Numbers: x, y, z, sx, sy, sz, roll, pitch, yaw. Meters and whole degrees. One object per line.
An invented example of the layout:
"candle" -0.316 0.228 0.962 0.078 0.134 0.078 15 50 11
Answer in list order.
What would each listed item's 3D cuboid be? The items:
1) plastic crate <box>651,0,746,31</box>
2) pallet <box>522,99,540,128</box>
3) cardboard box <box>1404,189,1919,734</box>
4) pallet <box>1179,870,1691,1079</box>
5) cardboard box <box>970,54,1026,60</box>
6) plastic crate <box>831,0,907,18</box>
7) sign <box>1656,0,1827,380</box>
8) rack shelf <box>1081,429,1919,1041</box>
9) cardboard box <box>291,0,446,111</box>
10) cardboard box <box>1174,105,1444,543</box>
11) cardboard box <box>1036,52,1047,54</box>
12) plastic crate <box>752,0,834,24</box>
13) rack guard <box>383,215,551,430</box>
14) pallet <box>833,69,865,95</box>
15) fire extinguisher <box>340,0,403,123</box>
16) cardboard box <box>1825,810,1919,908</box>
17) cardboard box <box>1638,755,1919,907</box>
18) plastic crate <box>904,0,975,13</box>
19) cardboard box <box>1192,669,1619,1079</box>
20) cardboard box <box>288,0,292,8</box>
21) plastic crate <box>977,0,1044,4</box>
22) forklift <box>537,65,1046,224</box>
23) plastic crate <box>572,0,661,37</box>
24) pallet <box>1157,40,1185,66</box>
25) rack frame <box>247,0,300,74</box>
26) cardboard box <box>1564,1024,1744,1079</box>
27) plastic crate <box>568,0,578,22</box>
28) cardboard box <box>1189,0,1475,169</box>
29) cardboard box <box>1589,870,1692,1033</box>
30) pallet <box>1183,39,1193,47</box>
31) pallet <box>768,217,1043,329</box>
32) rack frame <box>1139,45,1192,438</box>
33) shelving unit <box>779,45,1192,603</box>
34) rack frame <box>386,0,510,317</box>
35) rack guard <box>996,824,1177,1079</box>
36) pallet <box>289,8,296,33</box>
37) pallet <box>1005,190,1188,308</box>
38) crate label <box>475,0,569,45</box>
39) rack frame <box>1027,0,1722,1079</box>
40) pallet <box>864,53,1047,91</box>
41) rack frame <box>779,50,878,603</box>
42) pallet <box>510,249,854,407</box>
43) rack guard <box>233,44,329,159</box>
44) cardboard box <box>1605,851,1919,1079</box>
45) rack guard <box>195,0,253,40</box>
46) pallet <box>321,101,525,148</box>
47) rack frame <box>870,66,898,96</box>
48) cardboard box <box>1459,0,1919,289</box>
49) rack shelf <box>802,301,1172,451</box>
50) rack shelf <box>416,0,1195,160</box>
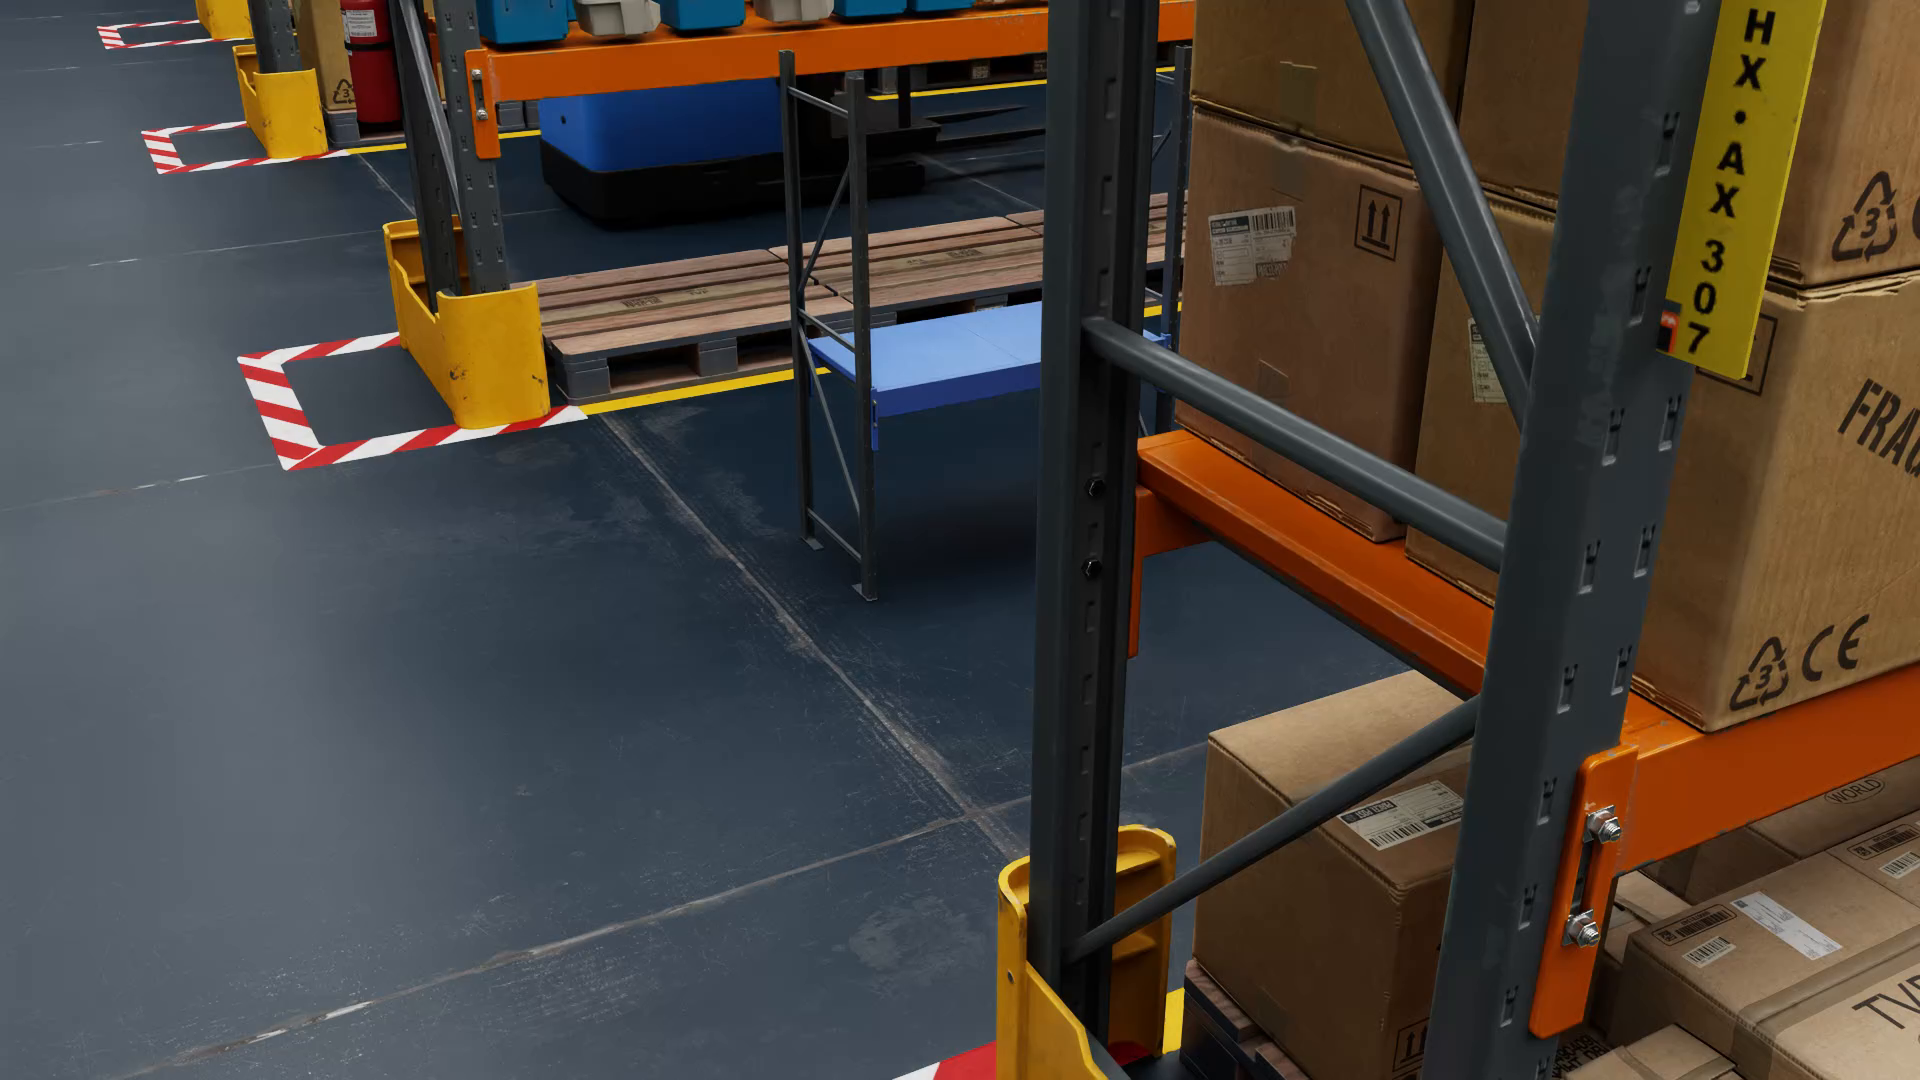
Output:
"plastic crate" -0.971 -2.024 6.124 0.300 0.233 0.416 -13 29 -25
"pallet" -2.511 -3.088 11.437 1.213 0.211 1.003 -13 29 -25
"cardboard box" 0.919 -0.156 1.994 0.500 0.500 0.500 -12 28 -24
"pallet" 1.173 0.958 3.012 1.213 0.211 1.003 -13 29 -25
"cardboard box" -0.171 -4.089 12.272 0.875 0.875 1.225 -13 29 -25
"plastic crate" -0.390 -2.158 6.403 0.300 0.233 0.416 -13 29 -25
"sign" 0.658 -0.304 1.418 0.005 0.325 0.100 -13 29 -25
"rack shelf" 2.168 -0.204 3.041 4.000 0.370 1.077 -13 29 -25
"cardboard box" -3.728 -3.298 10.622 0.875 0.875 0.875 -13 29 -25
"cardboard box" 0.670 -0.362 2.422 0.500 0.500 0.500 -12 28 -24
"cardboard box" 0.618 -4.272 12.651 0.875 0.875 1.225 -14 29 -27
"plastic crate" -0.631 -2.018 6.224 0.298 0.136 0.250 -13 29 -25
"rack guard" -1.940 -0.877 6.499 0.348 0.500 1.175 -13 29 -25
"pallet" -1.434 -3.338 11.958 1.213 0.211 1.003 -13 29 -25
"fire extinguisher" -2.272 -1.954 6.374 0.183 0.674 0.296 -13 29 -25
"cardboard box" 1.899 0.714 2.966 0.500 0.250 0.500 -13 29 -25
"cardboard box" 1.619 0.533 3.343 0.500 0.250 0.500 -13 29 -25
"plastic crate" -0.125 -2.219 6.531 0.300 0.233 0.416 -13 29 -25
"cardboard box" 0.767 0.602 2.909 0.500 0.500 0.500 -13 29 -25
"cardboard box" -5.887 -4.709 14.400 0.250 0.149 0.380 -12 28 -24
"plastic crate" 0.210 -2.267 6.742 0.466 0.136 0.293 -13 29 -25
"forklift" -0.775 -3.397 8.939 3.031 2.935 1.130 -14 29 -26
"plastic crate" -1.230 -1.880 5.936 0.298 0.136 0.250 -13 29 -25
"pallet" 0.997 -3.899 13.127 1.213 0.211 1.003 -13 29 -25
"rack frame" -4.255 -3.905 9.918 0.127 3.000 1.000 -13 29 -25
"cardboard box" 1.155 0.953 2.565 0.250 0.166 0.380 -13 29 -25
"plastic crate" -1.717 -2.196 6.249 0.499 0.435 0.616 -13 29 -25
"cardboard box" 0.666 -0.813 2.206 0.500 0.500 0.500 -13 29 -26
"cardboard box" 1.166 0.705 3.082 0.250 0.166 0.380 -13 29 -25
"pallet" 2.073 -4.146 13.641 1.213 0.211 1.003 -13 29 -25
"pallet" -0.104 -1.157 7.415 1.213 0.211 1.003 -13 29 -25
"rack frame" 0.524 -0.797 5.177 0.032 1.500 0.500 -13 29 -25
"shelving unit" 0.075 -0.693 4.962 1.048 1.500 0.538 -13 29 -25
"rack frame" -1.925 -2.014 5.979 0.127 3.000 1.000 -13 29 -25
"rack guard" 0.470 0.990 2.610 0.348 0.500 1.175 -13 29 -25
"pallet" -5.700 -4.731 14.859 1.213 0.211 1.003 -13 29 -25
"pallet" 0.974 -1.407 7.936 1.213 0.211 1.003 -13 29 -25
"crate label" -1.552 -1.890 5.845 0.303 0.233 0.416 -13 29 -25
"rack frame" 0.404 -0.120 2.034 0.053 2.616 0.949 -13 29 -25
"pallet" -0.080 -3.649 12.606 1.213 0.211 1.003 -13 29 -25
"rack frame" -0.373 -0.590 4.746 0.032 1.500 0.500 -13 29 -25
"pallet" -1.179 -0.910 6.901 1.213 0.211 1.003 -13 29 -25
"rack guard" -4.277 -2.774 10.449 0.348 0.500 1.175 -13 29 -25
"cardboard box" 1.457 0.816 2.754 0.500 0.250 0.500 -13 29 -25
"rack guard" -6.433 -4.709 14.480 0.348 0.500 1.175 -13 29 -25
"pallet" -3.587 -2.841 10.923 1.213 0.211 1.003 -13 29 -25
"rack frame" -0.726 -4.720 11.615 0.127 3.000 1.000 -13 29 -25
"cardboard box" 0.919 -0.607 1.777 0.500 0.500 0.500 -12 28 -24
"rack shelf" 0.075 -0.531 5.039 1.000 0.185 0.538 -13 29 -25
"rack shelf" -0.160 -2.097 6.983 4.000 0.370 1.077 -13 29 -25
